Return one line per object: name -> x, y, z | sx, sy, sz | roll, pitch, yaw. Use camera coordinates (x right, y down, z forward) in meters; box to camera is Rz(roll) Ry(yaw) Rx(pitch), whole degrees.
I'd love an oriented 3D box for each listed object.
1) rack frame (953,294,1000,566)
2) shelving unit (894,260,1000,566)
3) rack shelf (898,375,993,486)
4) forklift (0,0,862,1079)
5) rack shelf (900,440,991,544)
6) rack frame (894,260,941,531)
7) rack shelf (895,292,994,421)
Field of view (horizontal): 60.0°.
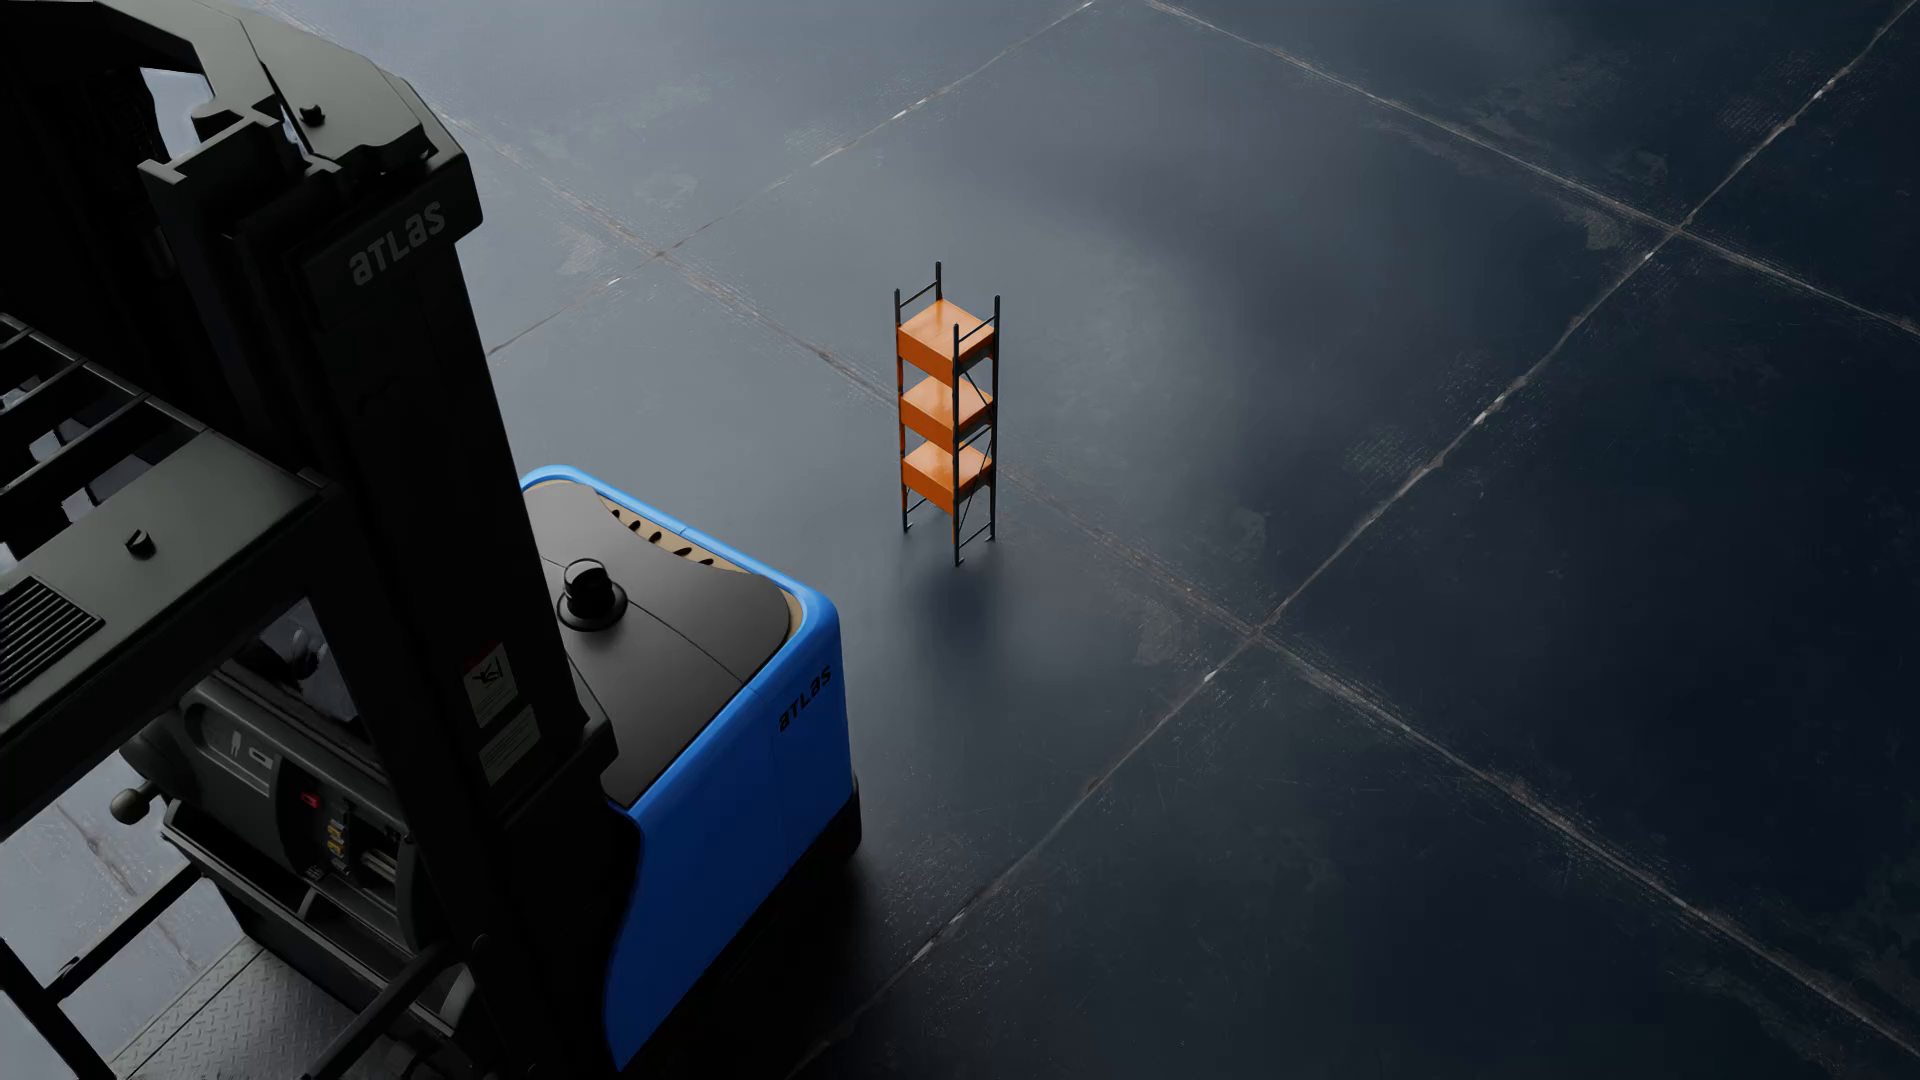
rack frame -> 0.050, -0.326, 5.335 | 0.008, 1.050, 0.200 | 34, 55, 28
shelving unit -> -0.039, -0.386, 5.392 | 0.252, 1.050, 0.215 | 34, 55, 28
rack shelf -> -0.039, -0.379, 5.400 | 0.240, 0.259, 0.215 | 34, 55, 28
forklift -> -1.515, 0.594, 3.182 | 1.130, 2.935, 3.031 | 26, 52, 22
rack shelf -> -0.039, -0.188, 5.602 | 0.240, 0.259, 0.215 | 34, 55, 28
rack frame -> -0.129, -0.446, 5.449 | 0.008, 1.050, 0.200 | 34, 55, 28
rack shelf -> -0.039, -0.573, 5.193 | 0.240, 0.259, 0.215 | 34, 55, 28
